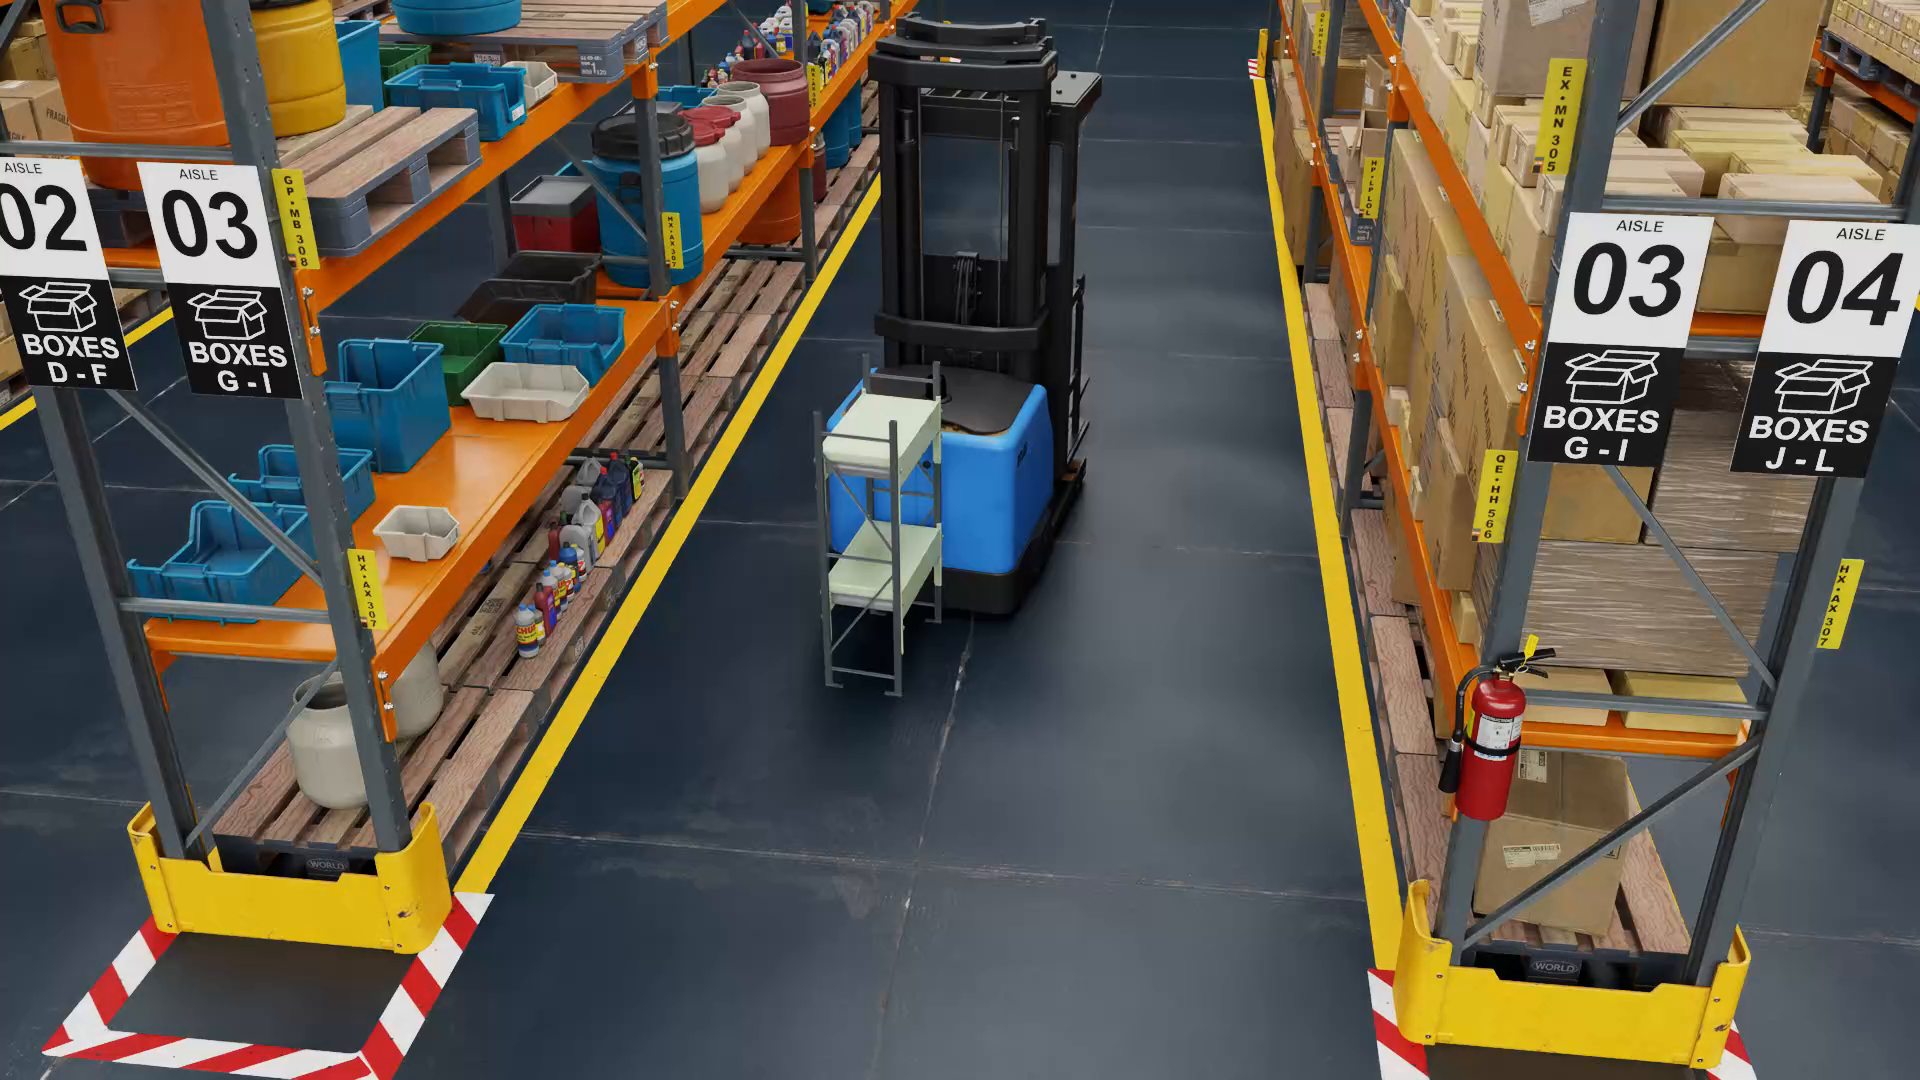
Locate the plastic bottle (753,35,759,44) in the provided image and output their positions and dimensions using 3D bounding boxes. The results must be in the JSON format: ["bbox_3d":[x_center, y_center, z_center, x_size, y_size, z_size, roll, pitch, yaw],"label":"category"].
[{"bbox_3d":[-1.823,-4.348,14.780,0.061,0.283,0.133,3,28,6],"label":"plastic bottle"}]

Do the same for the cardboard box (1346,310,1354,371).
[{"bbox_3d":[3.047,-1.459,11.468,0.700,0.500,0.500,6,29,10],"label":"cardboard box"}]

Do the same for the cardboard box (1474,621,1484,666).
[{"bbox_3d":[2.109,0.401,6.108,0.380,0.149,0.250,3,28,6],"label":"cardboard box"}]

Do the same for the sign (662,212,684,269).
[{"bbox_3d":[-1.634,-1.701,9.454,0.100,0.325,0.005,3,28,6],"label":"sign"}]

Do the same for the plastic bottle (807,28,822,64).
[{"bbox_3d":[-1.288,-4.336,14.688,0.144,0.351,0.185,3,28,6],"label":"plastic bottle"}]

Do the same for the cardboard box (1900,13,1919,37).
[{"bbox_3d":[7.936,-4.200,13.579,0.380,0.149,0.250,4,29,8],"label":"cardboard box"}]

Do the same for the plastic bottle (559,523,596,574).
[{"bbox_3d":[-2.058,0.027,8.945,0.152,0.276,0.135,4,29,7],"label":"plastic bottle"}]

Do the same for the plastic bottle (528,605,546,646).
[{"bbox_3d":[-2.124,0.420,8.294,0.097,0.201,0.097,0,28,0],"label":"plastic bottle"}]

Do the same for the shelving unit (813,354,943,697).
[{"bbox_3d":[-0.387,-0.074,8.305,0.431,1.500,0.755,7,29,13],"label":"shelving unit"}]

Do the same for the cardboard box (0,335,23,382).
[{"bbox_3d":[-6.735,-1.297,11.450,0.500,0.250,0.500,4,29,7],"label":"cardboard box"}]

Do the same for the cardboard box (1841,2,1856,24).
[{"bbox_3d":[8.093,-4.683,14.789,0.380,0.149,0.250,3,28,5],"label":"cardboard box"}]

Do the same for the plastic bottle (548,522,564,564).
[{"bbox_3d":[-2.164,0.018,8.954,0.061,0.283,0.133,3,28,6],"label":"plastic bottle"}]

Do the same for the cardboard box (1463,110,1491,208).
[{"bbox_3d":[2.184,-1.418,6.215,0.500,0.250,0.500,4,29,7],"label":"cardboard box"}]

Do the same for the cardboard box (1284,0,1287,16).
[{"bbox_3d":[3.493,-5.389,16.854,0.380,0.149,0.250,3,28,5],"label":"cardboard box"}]

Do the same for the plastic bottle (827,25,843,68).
[{"bbox_3d":[-1.121,-4.390,14.789,0.144,0.351,0.185,3,28,6],"label":"plastic bottle"}]

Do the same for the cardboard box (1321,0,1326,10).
[{"bbox_3d":[3.552,-4.957,14.625,0.797,0.503,0.637,4,29,7],"label":"cardboard box"}]

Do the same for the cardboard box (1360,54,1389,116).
[{"bbox_3d":[3.201,-3.184,11.949,0.500,0.500,0.500,0,28,0],"label":"cardboard box"}]

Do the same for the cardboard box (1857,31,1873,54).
[{"bbox_3d":[8.029,-4.308,14.406,0.380,0.149,0.250,4,29,7],"label":"cardboard box"}]

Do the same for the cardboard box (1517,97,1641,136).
[{"bbox_3d":[2.206,-1.504,5.955,0.380,0.149,0.250,4,29,7],"label":"cardboard box"}]

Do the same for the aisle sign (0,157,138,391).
[{"bbox_3d":[-2.972,-0.862,5.446,0.394,0.787,0.004,3,28,6],"label":"aisle sign"}]

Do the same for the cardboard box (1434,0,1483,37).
[{"bbox_3d":[2.372,-2.368,7.557,0.380,0.149,0.250,4,29,7],"label":"cardboard box"}]

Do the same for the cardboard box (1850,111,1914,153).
[{"bbox_3d":[8.212,-3.590,14.653,0.500,0.250,0.500,4,29,8],"label":"cardboard box"}]

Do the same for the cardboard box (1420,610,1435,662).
[{"bbox_3d":[2.588,0.340,8.150,0.500,0.500,0.500,1,28,2],"label":"cardboard box"}]

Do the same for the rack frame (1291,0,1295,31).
[{"bbox_3d":[3.718,-5.095,16.044,1.000,3.000,0.127,3,28,6],"label":"rack frame"}]

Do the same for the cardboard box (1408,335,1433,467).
[{"bbox_3d":[2.461,-0.588,7.260,0.875,0.500,0.500,3,28,6],"label":"cardboard box"}]

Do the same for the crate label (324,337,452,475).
[{"bbox_3d":[-2.711,-0.631,7.722,0.502,0.435,0.616,3,28,6],"label":"crate label"}]

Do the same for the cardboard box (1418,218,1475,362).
[{"bbox_3d":[2.258,-1.040,7.045,0.500,0.500,0.500,3,28,6],"label":"cardboard box"}]

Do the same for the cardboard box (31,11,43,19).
[{"bbox_3d":[-10.550,-6.070,19.364,0.380,0.149,0.250,3,28,5],"label":"cardboard box"}]

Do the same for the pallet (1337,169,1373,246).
[{"bbox_3d":[3.026,-2.193,10.860,1.003,0.211,1.213,3,28,6],"label":"pallet"}]

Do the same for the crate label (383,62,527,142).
[{"bbox_3d":[-2.111,-1.851,7.017,0.502,0.251,0.408,3,28,6],"label":"crate label"}]

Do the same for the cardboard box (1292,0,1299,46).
[{"bbox_3d":[3.413,-4.937,15.645,0.500,0.500,0.500,3,29,6],"label":"cardboard box"}]

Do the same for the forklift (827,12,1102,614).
[{"bbox_3d":[0.163,-1.578,9.589,1.130,2.935,3.031,7,29,13],"label":"forklift"}]

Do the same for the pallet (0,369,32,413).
[{"bbox_3d":[-7.042,-1.028,11.435,1.003,0.211,1.213,3,28,6],"label":"pallet"}]

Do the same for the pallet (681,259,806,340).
[{"bbox_3d":[-1.822,-1.909,13.072,1.003,0.211,1.213,3,28,6],"label":"pallet"}]

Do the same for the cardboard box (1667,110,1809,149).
[{"bbox_3d":[2.651,-1.359,5.685,0.380,0.149,0.250,4,29,8],"label":"cardboard box"}]

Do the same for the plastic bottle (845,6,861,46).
[{"bbox_3d":[-1.009,-4.822,15.590,0.144,0.351,0.185,3,28,6],"label":"plastic bottle"}]

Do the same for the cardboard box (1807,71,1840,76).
[{"bbox_3d":[9.092,-4.835,17.497,0.380,0.149,0.250,3,29,6],"label":"cardboard box"}]

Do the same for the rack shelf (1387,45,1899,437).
[{"bbox_3d":[2.492,-1.391,6.766,1.077,0.370,4.000,3,28,6],"label":"rack shelf"}]

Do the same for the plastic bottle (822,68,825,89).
[{"bbox_3d":[-1.200,-3.931,14.093,0.097,0.201,0.097,0,28,0],"label":"plastic bottle"}]

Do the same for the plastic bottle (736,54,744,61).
[{"bbox_3d":[-1.918,-4.110,14.426,0.097,0.201,0.097,0,28,0],"label":"plastic bottle"}]

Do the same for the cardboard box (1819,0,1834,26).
[{"bbox_3d":[8.407,-5.178,15.779,0.500,0.500,0.500,3,28,6],"label":"cardboard box"}]

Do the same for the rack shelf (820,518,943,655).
[{"bbox_3d":[-0.387,0.213,8.460,0.431,0.370,0.720,7,29,13],"label":"rack shelf"}]

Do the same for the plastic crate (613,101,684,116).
[{"bbox_3d":[-2.190,-2.785,11.689,0.402,0.464,0.583,3,28,6],"label":"plastic crate"}]

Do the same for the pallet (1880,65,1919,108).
[{"bbox_3d":[8.340,-3.726,13.705,1.003,0.211,1.213,3,28,6],"label":"pallet"}]

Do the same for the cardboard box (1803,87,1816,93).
[{"bbox_3d":[8.538,-4.491,16.859,0.380,0.149,0.250,4,29,8],"label":"cardboard box"}]

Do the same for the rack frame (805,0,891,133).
[{"bbox_3d":[-1.198,-5.382,16.578,1.000,3.000,0.127,3,28,6],"label":"rack frame"}]

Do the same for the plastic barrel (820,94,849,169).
[{"bbox_3d":[-1.368,-4.055,15.884,0.600,0.901,0.708,3,28,6],"label":"plastic barrel"}]

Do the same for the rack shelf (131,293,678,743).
[{"bbox_3d":[-2.423,-0.359,8.011,1.077,0.370,4.000,3,28,6],"label":"rack shelf"}]

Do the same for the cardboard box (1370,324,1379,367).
[{"bbox_3d":[2.369,-1.018,8.741,0.380,0.149,0.250,3,28,6],"label":"cardboard box"}]

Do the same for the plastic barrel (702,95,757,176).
[{"bbox_3d":[-1.654,-2.854,11.767,0.421,0.512,0.421,0,28,0],"label":"plastic barrel"}]

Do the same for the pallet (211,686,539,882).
[{"bbox_3d":[-2.601,1.073,7.535,1.003,0.211,1.213,3,28,6],"label":"pallet"}]

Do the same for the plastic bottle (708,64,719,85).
[{"bbox_3d":[-2.034,-3.772,13.712,0.061,0.283,0.133,3,28,6],"label":"plastic bottle"}]

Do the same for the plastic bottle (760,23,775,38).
[{"bbox_3d":[-1.775,-4.587,15.232,0.152,0.276,0.135,3,28,6],"label":"plastic bottle"}]

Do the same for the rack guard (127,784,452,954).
[{"bbox_3d":[-2.706,1.328,6.758,1.175,0.500,0.348,3,28,6],"label":"rack guard"}]
